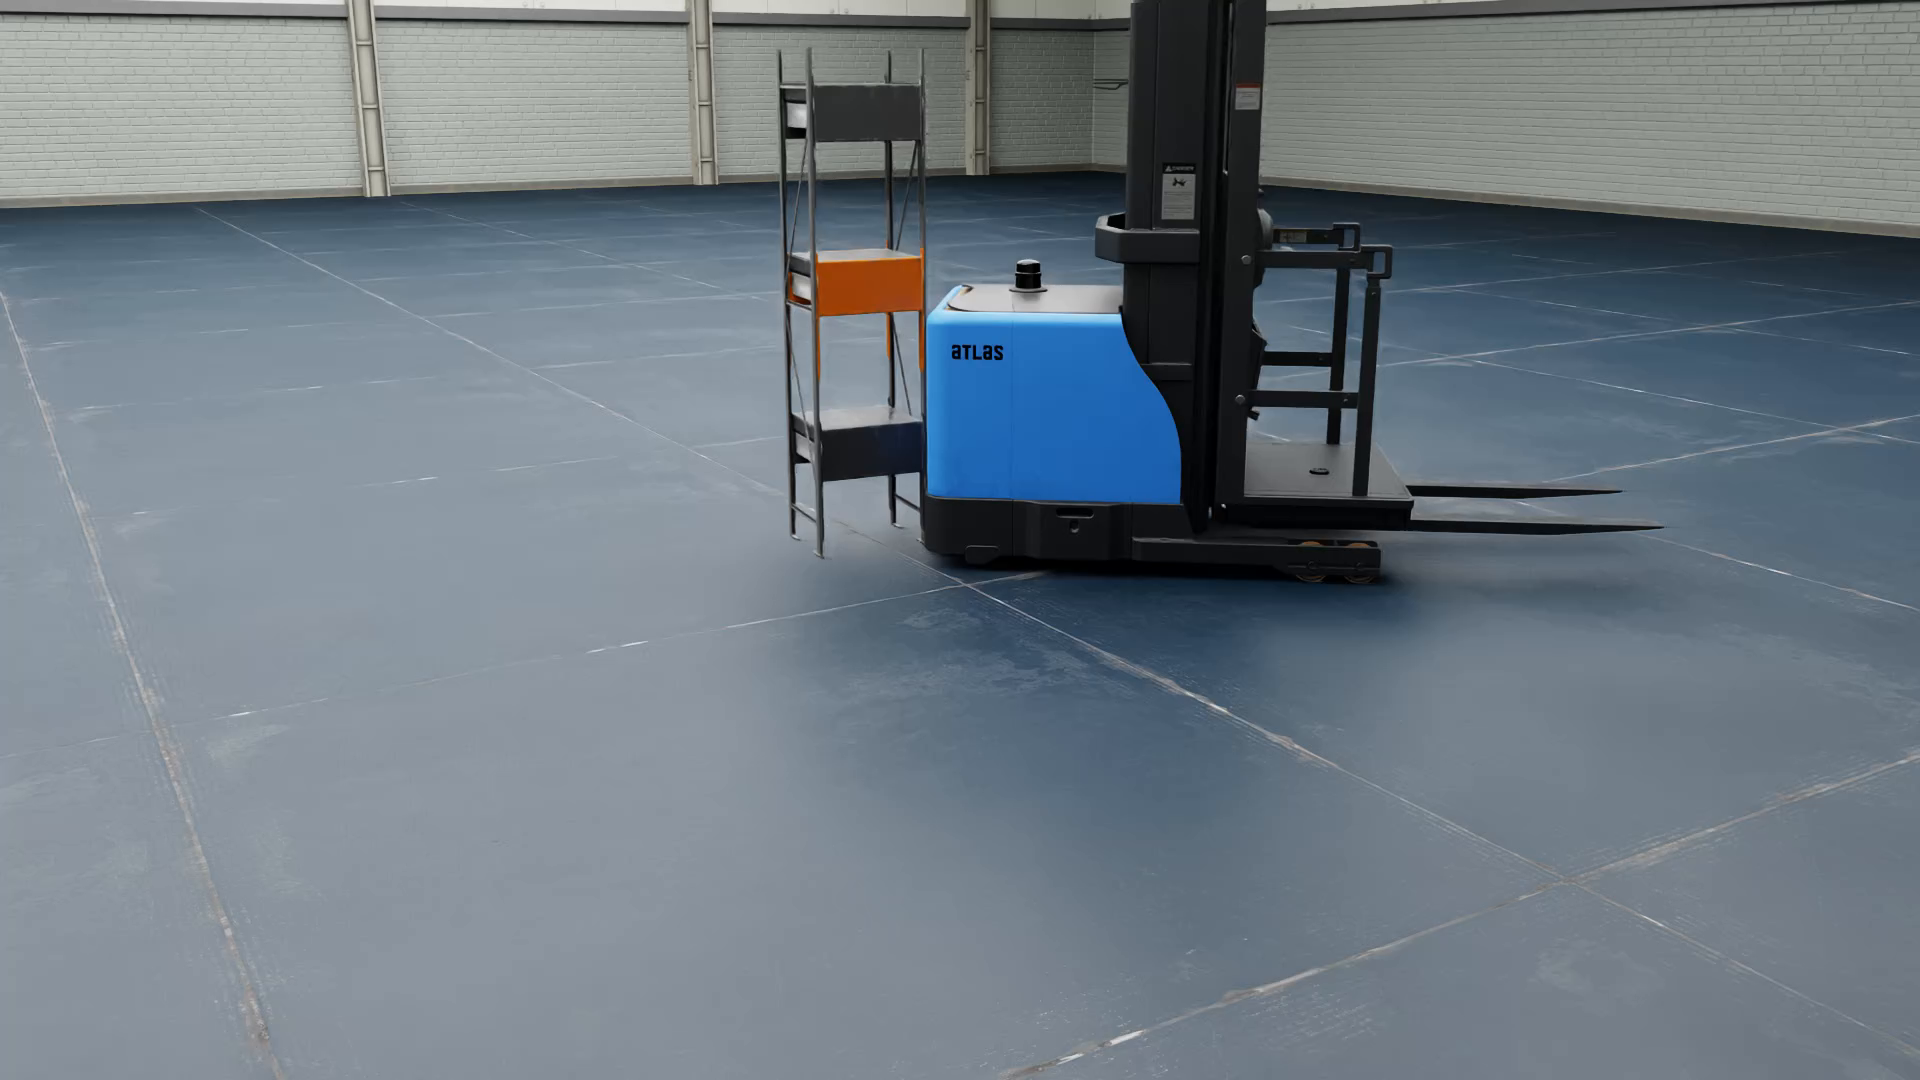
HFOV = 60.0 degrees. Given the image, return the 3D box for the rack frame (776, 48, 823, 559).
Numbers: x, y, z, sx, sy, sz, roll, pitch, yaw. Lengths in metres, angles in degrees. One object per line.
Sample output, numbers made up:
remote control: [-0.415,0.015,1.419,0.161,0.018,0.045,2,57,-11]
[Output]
rack frame: [-0.676,-0.981,7.018,0.015,2.100,0.400,-7,17,-23]

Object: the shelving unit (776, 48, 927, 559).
shelving unit: [-0.454,-1.008,7.115,0.503,2.100,0.431,-7,17,-23]

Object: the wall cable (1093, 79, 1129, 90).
wall cable: [3.565,-10.470,33.840,0.112,2.526,3.097,-9,18,-30]

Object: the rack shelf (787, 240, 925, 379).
rack shelf: [-0.454,-0.995,7.119,0.480,0.518,0.431,-7,17,-23]

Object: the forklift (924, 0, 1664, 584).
forklift: [1.402,-1.384,6.916,3.031,2.935,1.130,2,16,6]

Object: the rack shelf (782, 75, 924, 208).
rack shelf: [-0.454,-1.669,6.930,0.480,0.518,0.431,-7,17,-23]

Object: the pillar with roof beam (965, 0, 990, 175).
pillar with roof beam: [2.576,-10.865,29.498,0.400,9.000,9.100,-9,18,-30]

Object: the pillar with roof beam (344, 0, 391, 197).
pillar with roof beam: [-7.711,-9.197,23.547,0.400,9.000,9.100,-9,18,-30]

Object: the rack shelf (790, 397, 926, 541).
rack shelf: [-0.454,-0.321,7.307,0.480,0.518,0.431,-7,17,-23]

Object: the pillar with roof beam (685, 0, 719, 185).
pillar with roof beam: [-2.567,-10.031,26.523,0.400,9.000,9.100,-9,18,-30]

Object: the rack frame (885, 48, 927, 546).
rack frame: [-0.231,-1.035,7.212,0.015,2.100,0.400,-7,17,-23]
